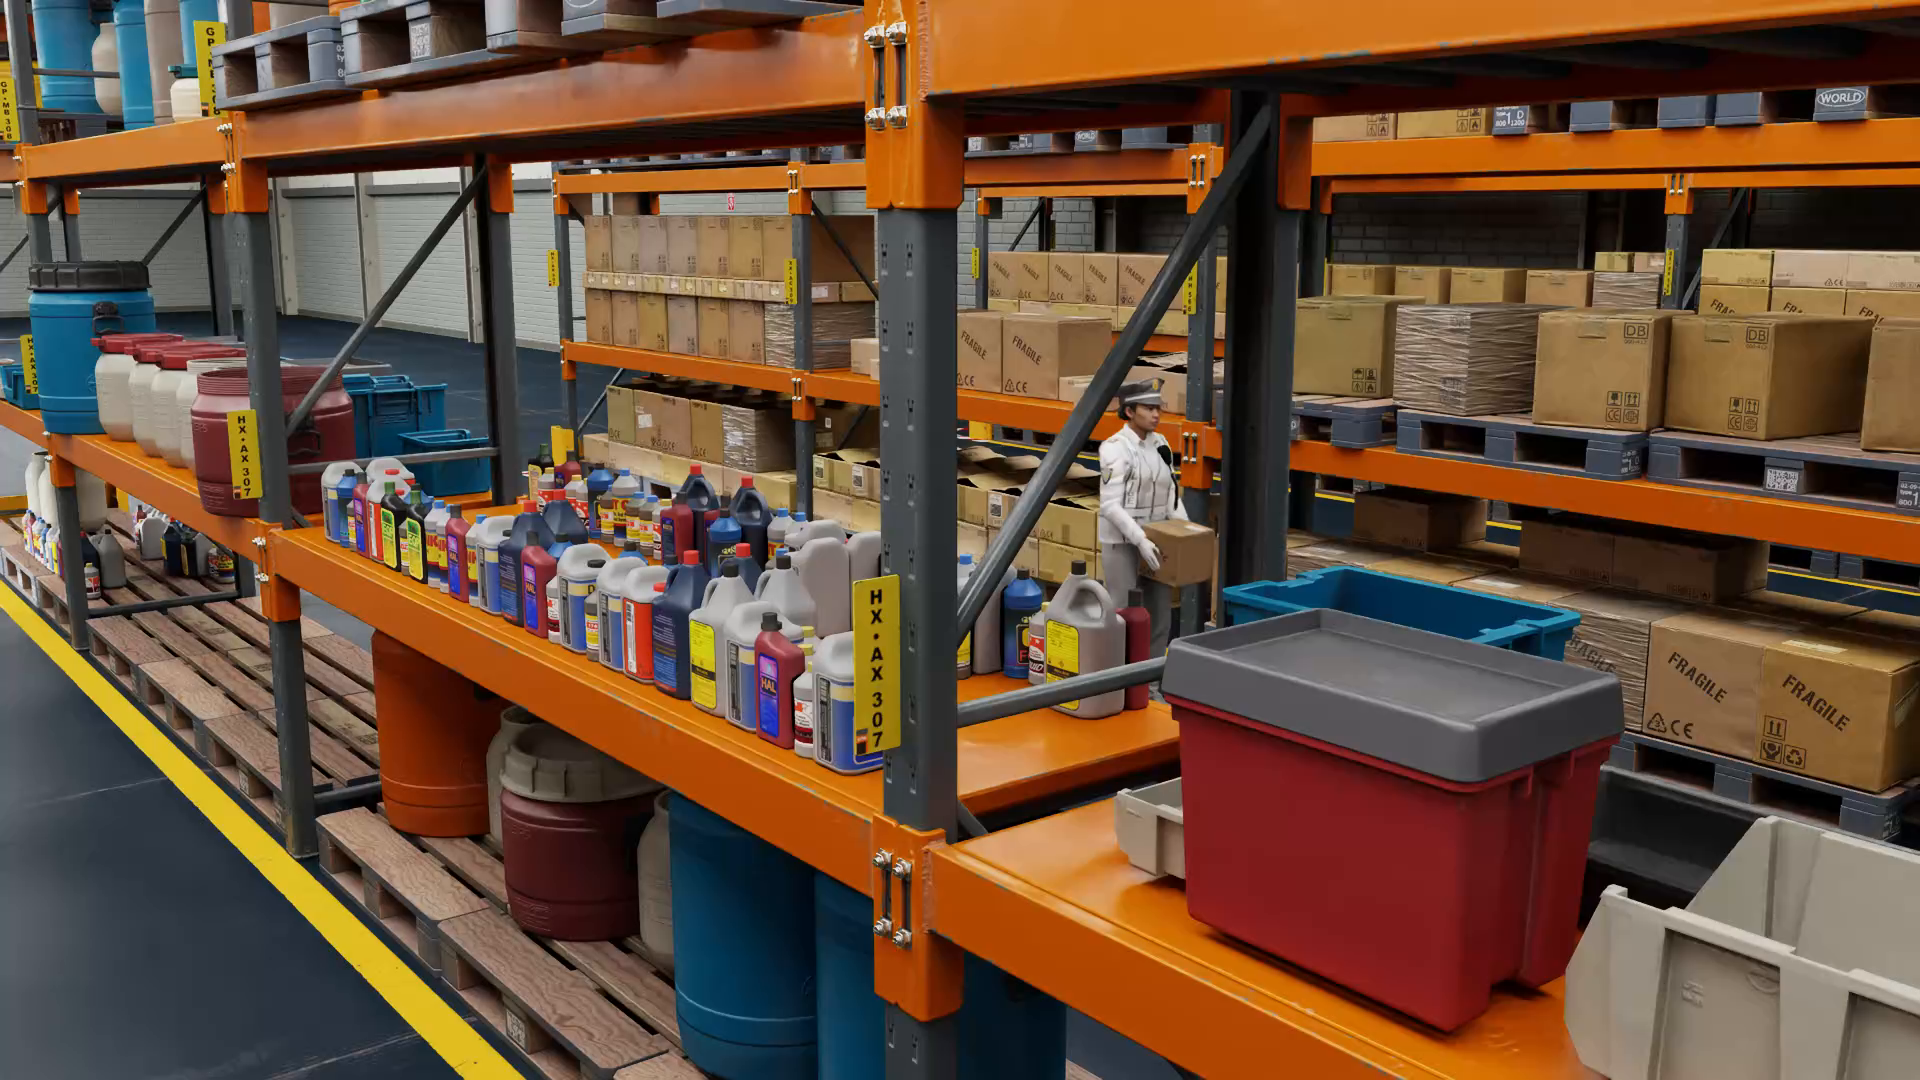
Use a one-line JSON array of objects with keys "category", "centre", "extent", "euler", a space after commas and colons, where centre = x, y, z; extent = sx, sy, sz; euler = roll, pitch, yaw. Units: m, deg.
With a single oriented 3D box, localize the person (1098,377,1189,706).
[{"category": "person", "centre": [0.907, 0.049, 8.108], "extent": [0.495, 1.689, 0.451], "euler": [-9, 14, -39]}]
